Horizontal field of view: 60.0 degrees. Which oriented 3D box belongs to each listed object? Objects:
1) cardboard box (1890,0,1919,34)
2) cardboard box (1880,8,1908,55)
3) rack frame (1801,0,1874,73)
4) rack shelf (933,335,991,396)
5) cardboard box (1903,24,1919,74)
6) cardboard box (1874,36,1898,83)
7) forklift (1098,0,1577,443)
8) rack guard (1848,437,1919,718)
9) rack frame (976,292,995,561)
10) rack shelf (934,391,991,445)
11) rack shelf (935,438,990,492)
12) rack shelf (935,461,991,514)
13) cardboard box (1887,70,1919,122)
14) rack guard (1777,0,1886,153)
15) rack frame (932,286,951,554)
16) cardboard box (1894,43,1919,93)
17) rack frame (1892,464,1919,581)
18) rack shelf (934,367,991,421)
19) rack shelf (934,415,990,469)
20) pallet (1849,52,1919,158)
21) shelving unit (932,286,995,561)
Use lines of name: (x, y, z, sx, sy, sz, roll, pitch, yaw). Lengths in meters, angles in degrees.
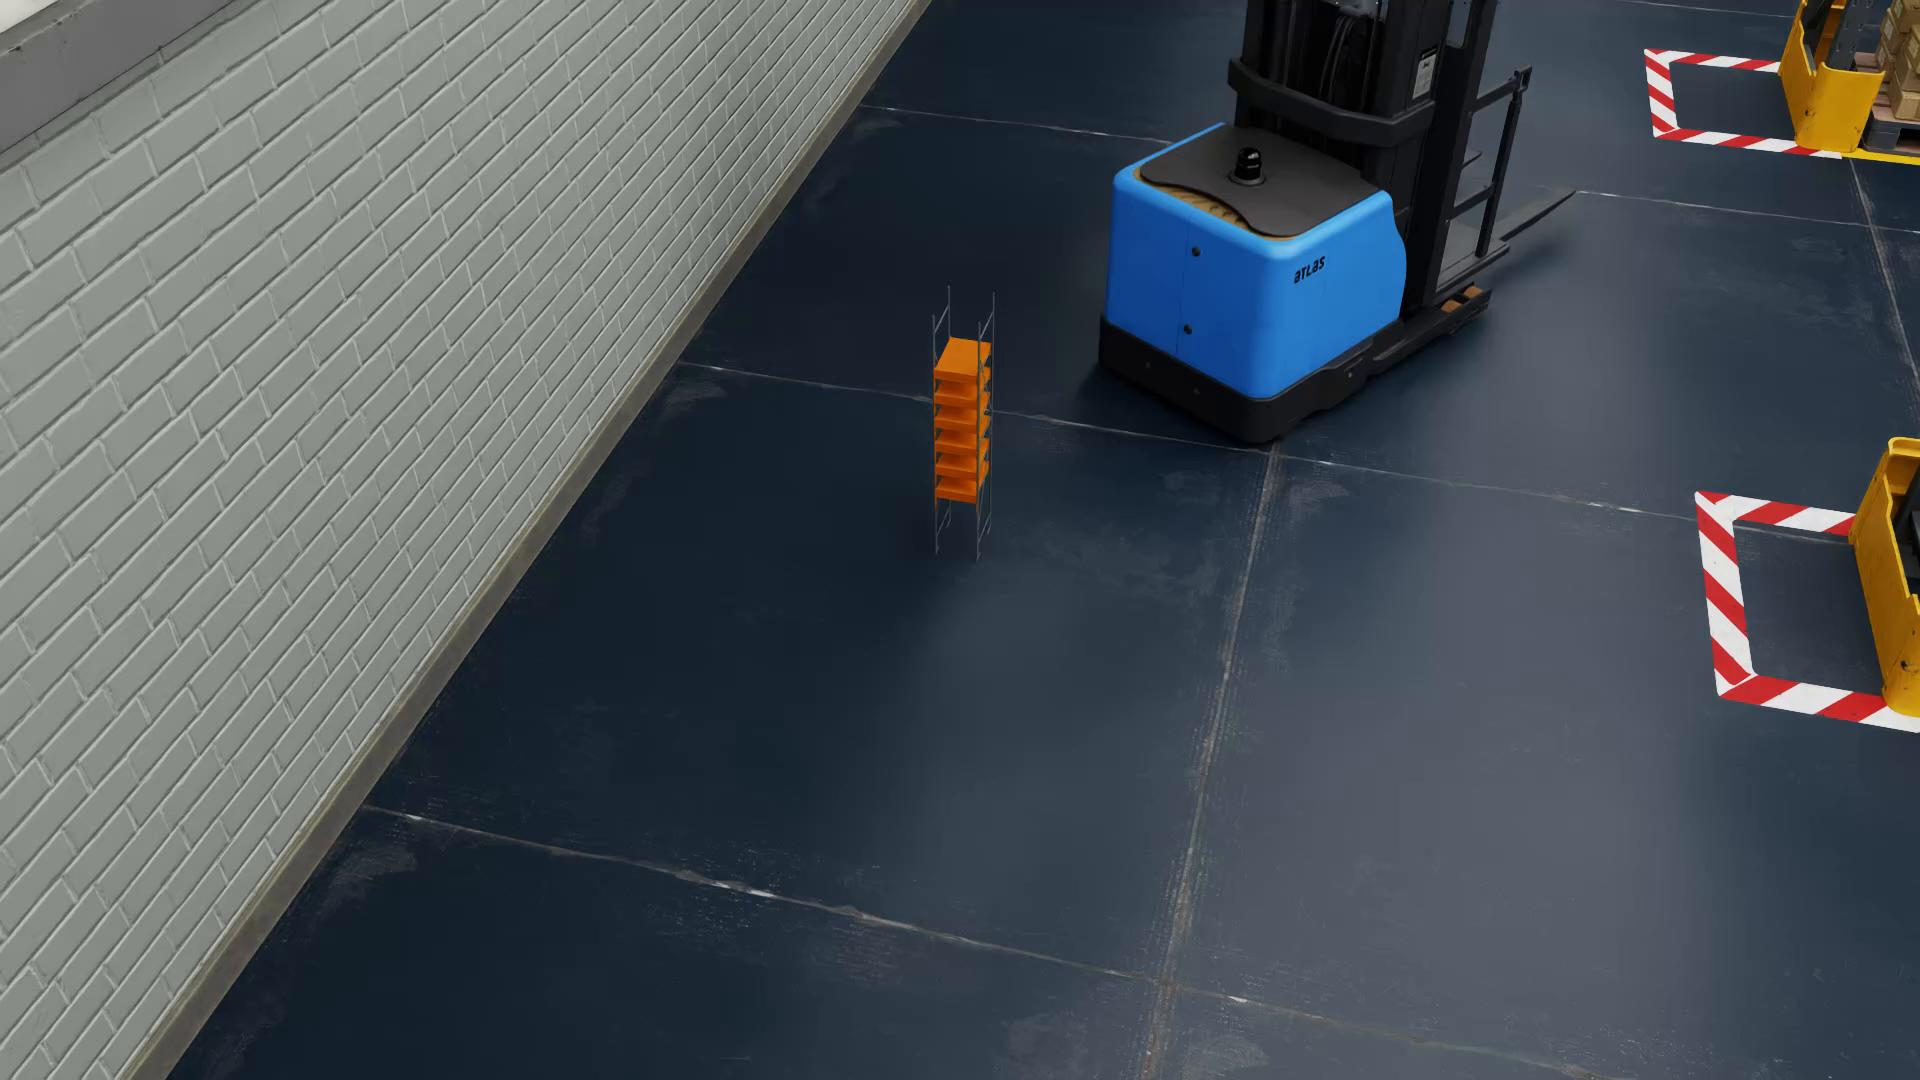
cardboard box: (5.894, -3.243, 10.206, 0.250, 0.149, 0.380, 10, 41, 12)
cardboard box: (5.901, -3.149, 10.326, 0.250, 0.149, 0.380, 9, 41, 10)
rack frame: (5.317, -3.876, 9.533, 0.127, 3.000, 1.000, 10, 41, 11)
rack shelf: (0.014, -0.699, 6.658, 0.180, 0.103, 0.258, 10, 41, 11)
cardboard box: (5.735, -2.875, 9.768, 0.250, 0.149, 0.380, 8, 41, 9)
cardboard box: (5.879, -2.987, 10.365, 0.250, 0.149, 0.380, 10, 41, 12)
forklift: (2.100, -2.398, 7.827, 3.031, 2.935, 1.130, -31, 49, -32)
rack guard: (3.914, 0.142, 6.693, 0.348, 0.500, 1.175, 10, 41, 11)
rack frame: (0.102, -0.442, 6.843, 0.006, 1.200, 0.240, 10, 41, 11)
rack shelf: (0.014, -0.515, 6.813, 0.180, 0.103, 0.258, 10, 41, 11)
rack shelf: (0.014, -0.331, 6.967, 0.180, 0.103, 0.258, 10, 41, 11)
rack shelf: (0.014, -0.239, 7.044, 0.180, 0.103, 0.258, 10, 41, 11)
cardboard box: (5.740, -2.659, 9.974, 0.250, 0.149, 0.380, 11, 41, 12)
rack guard: (5.390, -2.906, 10.322, 0.348, 0.500, 1.175, 10, 41, 11)
rack frame: (-0.074, -0.472, 6.879, 0.006, 1.200, 0.240, 10, 41, 11)
cardboard box: (5.757, -2.813, 9.926, 0.250, 0.149, 0.380, 11, 41, 13)
rack frame: (3.937, -0.812, 5.884, 0.127, 3.000, 1.000, 10, 41, 11)
rack shelf: (0.014, -0.607, 6.735, 0.180, 0.103, 0.258, 10, 41, 11)
rack shelf: (0.014, -0.423, 6.890, 0.180, 0.103, 0.258, 10, 41, 11)
pallet: (6.166, -2.639, 10.228, 1.213, 0.211, 1.003, 10, 41, 11)
shelving unit: (0.014, -0.457, 6.861, 0.189, 1.200, 0.258, 10, 41, 11)
